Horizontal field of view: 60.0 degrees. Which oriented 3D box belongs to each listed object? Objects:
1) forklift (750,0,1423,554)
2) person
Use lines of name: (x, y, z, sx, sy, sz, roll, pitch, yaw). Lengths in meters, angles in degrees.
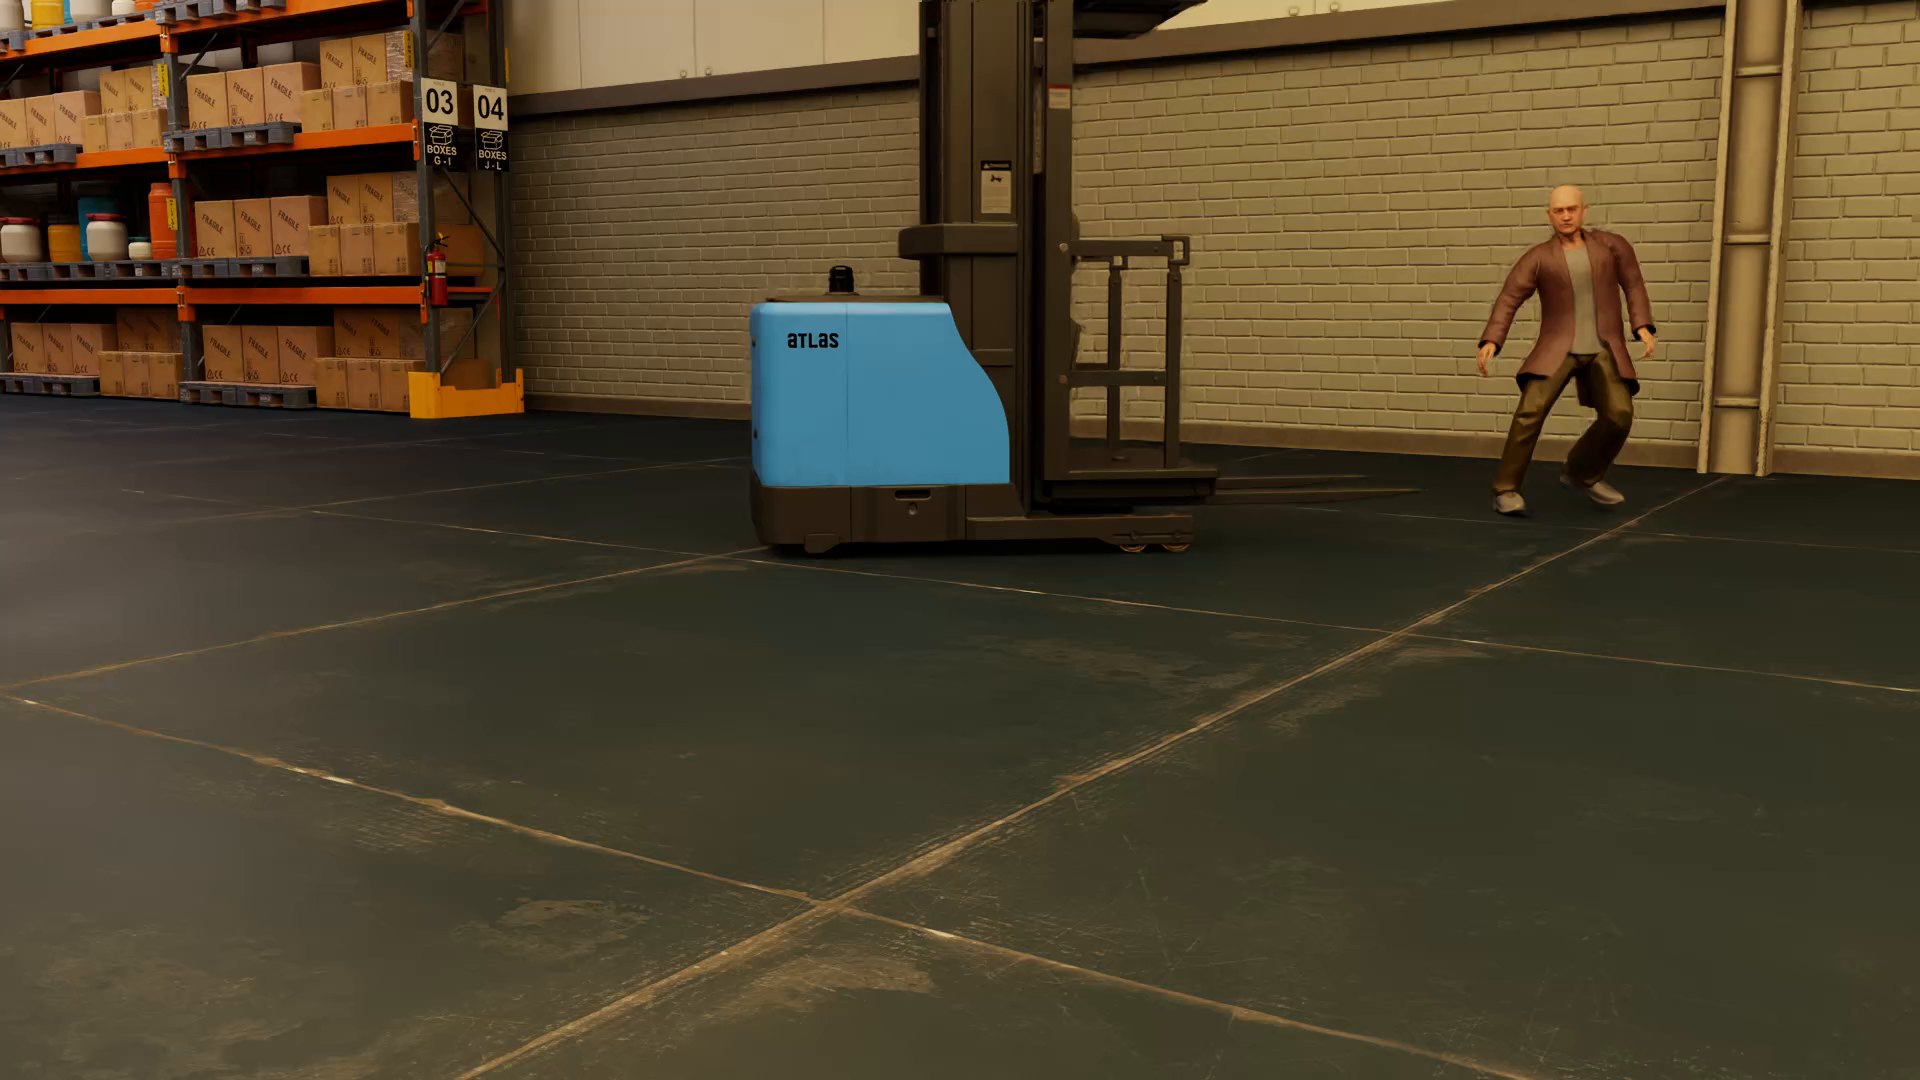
forklift: (0.575, -1.467, 7.512, 3.031, 2.935, 1.130, -1, 8, -9)
person: (3.086, -0.969, 8.489, 0.870, 1.671, 0.583, 2, 8, 13)
